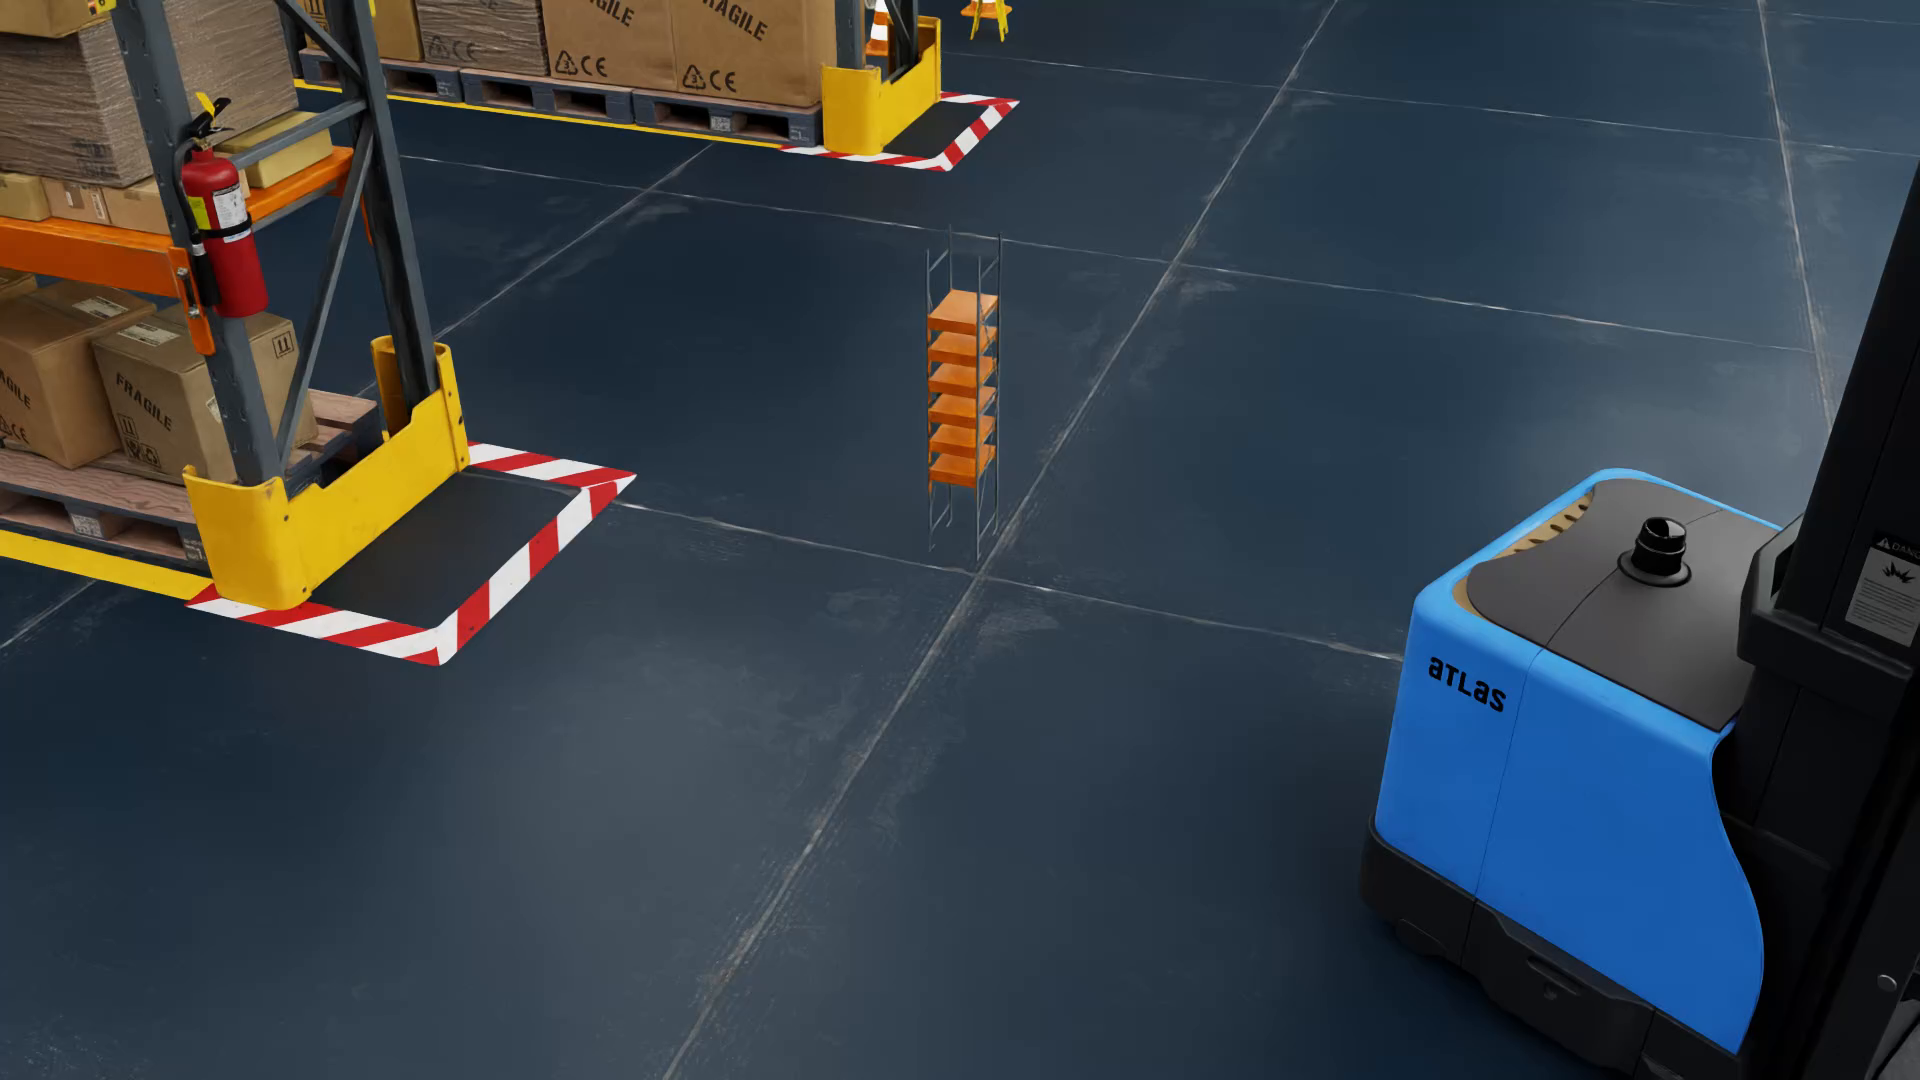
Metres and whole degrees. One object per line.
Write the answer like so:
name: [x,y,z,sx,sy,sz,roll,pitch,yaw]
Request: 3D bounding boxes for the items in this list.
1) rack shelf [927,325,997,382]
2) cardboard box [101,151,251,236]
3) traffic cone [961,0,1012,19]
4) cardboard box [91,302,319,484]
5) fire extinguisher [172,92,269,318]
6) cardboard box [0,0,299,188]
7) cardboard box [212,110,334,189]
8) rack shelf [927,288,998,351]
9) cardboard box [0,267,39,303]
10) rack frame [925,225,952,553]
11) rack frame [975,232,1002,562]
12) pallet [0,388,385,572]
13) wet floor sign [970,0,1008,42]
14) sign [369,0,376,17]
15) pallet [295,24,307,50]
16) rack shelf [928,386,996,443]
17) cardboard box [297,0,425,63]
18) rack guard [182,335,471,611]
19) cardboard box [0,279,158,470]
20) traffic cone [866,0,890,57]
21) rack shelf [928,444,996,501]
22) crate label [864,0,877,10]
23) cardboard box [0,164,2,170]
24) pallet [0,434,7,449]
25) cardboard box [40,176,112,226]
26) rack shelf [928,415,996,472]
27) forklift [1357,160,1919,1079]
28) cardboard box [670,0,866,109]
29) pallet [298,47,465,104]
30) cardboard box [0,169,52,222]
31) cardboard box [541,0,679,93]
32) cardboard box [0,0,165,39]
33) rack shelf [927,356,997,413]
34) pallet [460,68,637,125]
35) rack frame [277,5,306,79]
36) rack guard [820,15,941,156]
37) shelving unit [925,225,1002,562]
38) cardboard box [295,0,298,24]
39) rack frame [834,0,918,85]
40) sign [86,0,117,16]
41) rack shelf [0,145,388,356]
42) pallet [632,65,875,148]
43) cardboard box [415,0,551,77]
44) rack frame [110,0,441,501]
rack shelf: [0.014,-0.666,5.814,0.180,0.103,0.258,11,34,16]
cardboard box: [-2.592,-1.158,5.510,0.250,0.149,0.380,11,34,16]
traffic cone: [0.195,-4.102,12.177,0.334,0.463,0.336,11,34,16]
cardboard box: [-2.836,-0.566,6.278,0.500,0.500,0.500,18,37,25]
fire extinguisher: [-2.302,-1.028,5.148,0.183,0.674,0.296,11,34,16]
cardboard box: [-2.763,-1.598,5.594,0.500,0.500,0.875,11,34,16]
cardboard box: [-2.442,-1.385,5.861,0.250,0.149,0.380,11,34,16]
rack shelf: [0.014,-0.767,5.749,0.180,0.103,0.258,11,34,16]
cardboard box: [-3.993,-0.782,6.613,0.500,0.500,0.500,14,35,21]
rack frame: [-0.073,-0.518,5.946,0.006,1.200,0.240,11,34,16]
rack frame: [0.100,-0.485,5.895,0.006,1.200,0.240,11,34,16]
pallet: [-3.078,-0.326,6.560,1.213,0.211,1.003,11,34,16]
wet floor sign: [0.210,-3.847,11.614,0.232,0.644,0.267,5,33,8]
sign: [-2.071,-1.957,5.718,0.005,0.325,0.100,11,34,16]
pallet: [-5.003,-3.494,11.467,1.213,0.211,1.003,11,34,16]
rack shelf: [0.014,-0.464,5.945,0.180,0.103,0.258,11,34,16]
cardboard box: [-3.683,-3.696,10.780,0.875,0.875,0.875,12,35,17]
rack guard: [-2.326,-0.280,6.223,0.348,0.500,1.175,11,34,16]
cardboard box: [-3.411,-0.658,6.421,0.500,0.500,0.500,21,38,29]
traffic cone: [-0.506,-3.587,11.380,0.334,0.463,0.336,11,34,16]
rack shelf: [0.014,-0.262,6.075,0.180,0.103,0.258,11,34,16]
crate label: [-0.566,-4.077,12.439,0.298,0.136,0.250,-6,33,-9]
cardboard box: [-3.274,-1.629,5.640,0.500,0.500,0.875,11,34,16]
pallet: [-4.223,-0.550,6.907,1.213,0.211,1.003,11,34,16]
cardboard box: [-2.827,-1.204,5.581,0.250,0.149,0.380,11,34,16]
rack shelf: [0.014,-0.363,6.010,0.180,0.103,0.258,11,34,16]
forklift: [2.473,0.210,3.222,1.130,2.935,3.031,-27,41,-35]
cardboard box: [-1.146,-3.205,10.020,0.875,0.875,0.875,11,35,17]
pallet: [-3.562,-3.212,11.031,1.213,0.211,1.003,11,34,16]
cardboard box: [-3.080,-1.223,5.611,0.250,0.149,0.380,11,34,16]
cardboard box: [-1.975,-3.365,10.268,0.875,0.875,0.875,10,34,16]
cardboard box: [-2.855,-1.878,5.105,0.500,0.500,0.500,11,34,16]
rack shelf: [0.014,-0.565,5.879,0.180,0.103,0.258,11,34,16]
pallet: [-2.409,-2.990,10.686,1.213,0.211,1.003,11,34,16]
rack frame: [-4.251,-4.563,10.552,0.127,3.000,1.000,11,34,16]
rack guard: [-0.463,-2.776,10.089,0.348,0.500,1.175,11,34,16]
shelving unit: [0.014,-0.501,5.920,0.189,1.200,0.258,11,34,16]
cardboard box: [-4.866,-3.862,11.153,0.750,0.750,1.050,11,34,16]
rack frame: [-0.486,-3.831,9.418,0.127,3.000,1.000,11,34,16]
sign: [-2.460,-1.656,4.691,0.005,0.325,0.100,11,34,16]
rack shelf: [-4.137,-1.380,6.286,4.000,0.370,1.077,11,34,16]
pallet: [-1.265,-2.766,10.339,1.213,0.211,1.003,11,34,16]
cardboard box: [-2.833,-3.533,10.528,0.875,0.875,0.875,11,35,17]
rack frame: [-2.254,-1.317,5.524,0.127,3.000,1.000,11,34,16]
